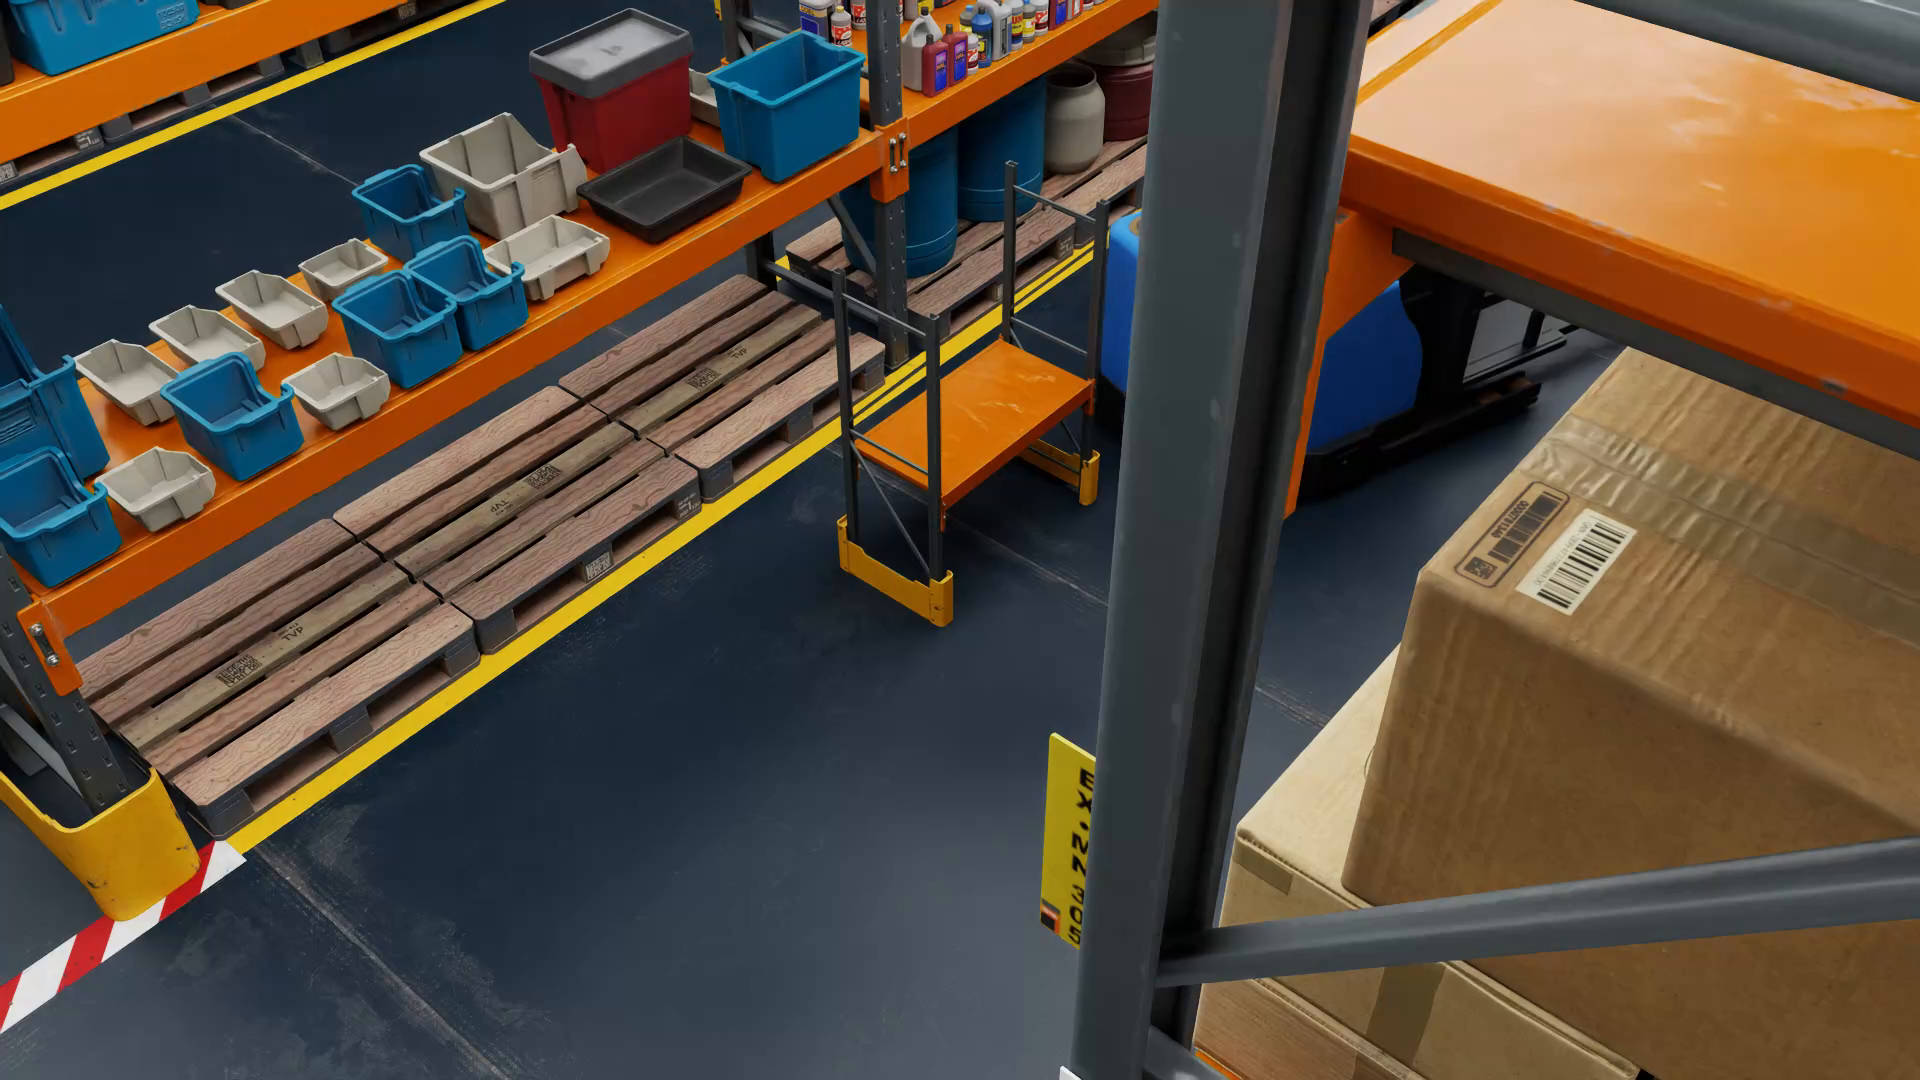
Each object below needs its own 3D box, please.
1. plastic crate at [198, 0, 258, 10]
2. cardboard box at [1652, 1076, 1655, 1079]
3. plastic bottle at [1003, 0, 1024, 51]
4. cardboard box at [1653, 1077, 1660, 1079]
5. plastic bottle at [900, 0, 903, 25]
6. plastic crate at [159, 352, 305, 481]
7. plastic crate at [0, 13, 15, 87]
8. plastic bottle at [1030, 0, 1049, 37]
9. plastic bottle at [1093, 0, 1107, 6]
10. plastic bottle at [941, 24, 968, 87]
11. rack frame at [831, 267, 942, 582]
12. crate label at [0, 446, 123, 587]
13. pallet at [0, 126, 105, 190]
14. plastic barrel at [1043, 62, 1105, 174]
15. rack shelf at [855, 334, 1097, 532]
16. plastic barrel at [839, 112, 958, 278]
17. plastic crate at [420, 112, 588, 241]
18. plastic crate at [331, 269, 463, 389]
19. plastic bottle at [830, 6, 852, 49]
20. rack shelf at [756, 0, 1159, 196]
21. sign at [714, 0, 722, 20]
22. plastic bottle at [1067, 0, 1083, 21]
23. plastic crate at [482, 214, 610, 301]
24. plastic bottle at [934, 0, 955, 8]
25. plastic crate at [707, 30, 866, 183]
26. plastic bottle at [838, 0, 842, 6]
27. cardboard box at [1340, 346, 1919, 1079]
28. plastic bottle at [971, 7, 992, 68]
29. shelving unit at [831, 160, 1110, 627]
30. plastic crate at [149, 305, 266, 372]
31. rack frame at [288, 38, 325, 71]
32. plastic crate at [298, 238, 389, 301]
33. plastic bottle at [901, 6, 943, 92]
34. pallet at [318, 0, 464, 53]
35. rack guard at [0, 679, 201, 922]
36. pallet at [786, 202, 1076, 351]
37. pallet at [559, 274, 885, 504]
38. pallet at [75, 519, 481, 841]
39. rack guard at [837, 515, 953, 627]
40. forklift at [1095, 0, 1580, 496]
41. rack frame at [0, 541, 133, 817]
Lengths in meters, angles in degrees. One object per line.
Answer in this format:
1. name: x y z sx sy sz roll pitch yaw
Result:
1. plastic crate: -2.053 -1.877 4.901 0.504 0.338 0.767 29 50 28
2. cardboard box: 1.067 0.815 2.005 0.500 0.250 0.500 29 50 28
3. plastic bottle: 0.248 -2.444 7.804 0.097 0.271 0.097 0 42 0
4. cardboard box: 1.072 0.633 1.834 0.500 0.250 0.500 29 50 28
5. plastic bottle: -0.324 -2.595 8.022 0.097 0.201 0.097 0 42 0
6. plastic crate: -2.412 -0.406 5.547 0.416 0.233 0.300 29 50 28
7. plastic crate: -2.786 -1.261 4.275 0.497 0.269 0.590 29 50 28
8. plastic bottle: 0.373 -2.518 7.938 0.097 0.201 0.097 0 42 0
9. plastic bottle: 0.662 -2.806 8.198 0.152 0.276 0.135 29 50 28
10. plastic bottle: -0.024 -2.212 7.539 0.061 0.283 0.133 29 50 28
11. rack frame: -0.272 -0.337 6.506 0.500 1.500 0.032 29 50 28
12. crate label: -2.836 -0.067 5.174 0.416 0.233 0.303 29 50 28
13. pallet: -5.798 -2.306 9.629 1.003 0.211 1.213 29 50 28
14. plastic barrel: 0.578 -2.306 9.094 0.421 0.512 0.421 0 42 0
15. rack shelf: 0.055 -0.466 6.915 0.538 0.185 1.000 29 50 28
16. plastic barrel: -0.309 -1.834 8.285 0.600 0.901 0.708 29 50 28
17. plastic crate: -1.796 -1.454 6.663 0.437 0.282 0.530 29 50 28
18. plastic crate: -1.988 -0.745 5.920 0.416 0.233 0.300 29 50 28
19. plastic bottle: -0.559 -2.407 7.815 0.097 0.201 0.097 0 42 0
20. rack shelf: 0.615 -2.946 8.795 1.077 0.370 4.000 29 50 28
21. sign: -1.092 -2.523 7.590 0.100 0.325 0.005 29 50 28
22. plastic bottle: 0.513 -2.686 8.067 0.152 0.276 0.135 29 50 28
23. plastic crate: -1.563 -1.080 6.359 0.293 0.136 0.466 29 50 28
24. plastic bottle: -0.102 -2.811 8.149 0.144 0.351 0.185 29 50 28
25. plastic crate: -0.712 -1.810 6.978 0.392 0.384 0.575 29 50 28
26. plastic bottle: -0.612 -2.523 7.943 0.097 0.201 0.097 0 42 0
27. cardboard box: 0.860 0.236 1.714 0.700 0.500 0.500 29 50 28
28. plastic bottle: 0.099 -2.325 7.672 0.097 0.271 0.097 0 42 0
29. shelving unit: 0.049 -0.594 6.789 0.587 1.500 1.083 29 50 28
30. plastic crate: -2.663 -0.688 5.929 0.396 0.136 0.243 29 50 28
31. rack frame: -4.463 -4.326 9.778 1.000 3.000 0.127 29 50 28
32. plastic crate: -2.326 -1.003 6.274 0.298 0.136 0.250 29 50 28
33. plastic bottle: -0.172 -2.225 7.504 0.144 0.351 0.185 29 50 28
34. pallet: -4.024 -3.725 11.189 1.003 0.211 1.213 29 50 28
35. rack guard: -3.252 0.821 5.976 1.175 0.500 0.348 29 50 28
36. pallet: -0.144 -1.529 8.775 1.003 0.211 1.213 29 50 28
37. pallet: -1.116 -0.755 7.923 1.003 0.211 1.213 29 50 28
38. pallet: -2.686 0.502 6.541 1.003 0.211 1.213 29 50 28
39. rack guard: -0.271 0.125 6.927 0.587 0.250 0.087 29 50 28
40. forklift: 2.152 -1.906 7.167 3.031 2.935 1.130 -22 47 -23
41. rack frame: -3.247 -0.122 5.155 1.000 3.000 0.127 29 50 28
